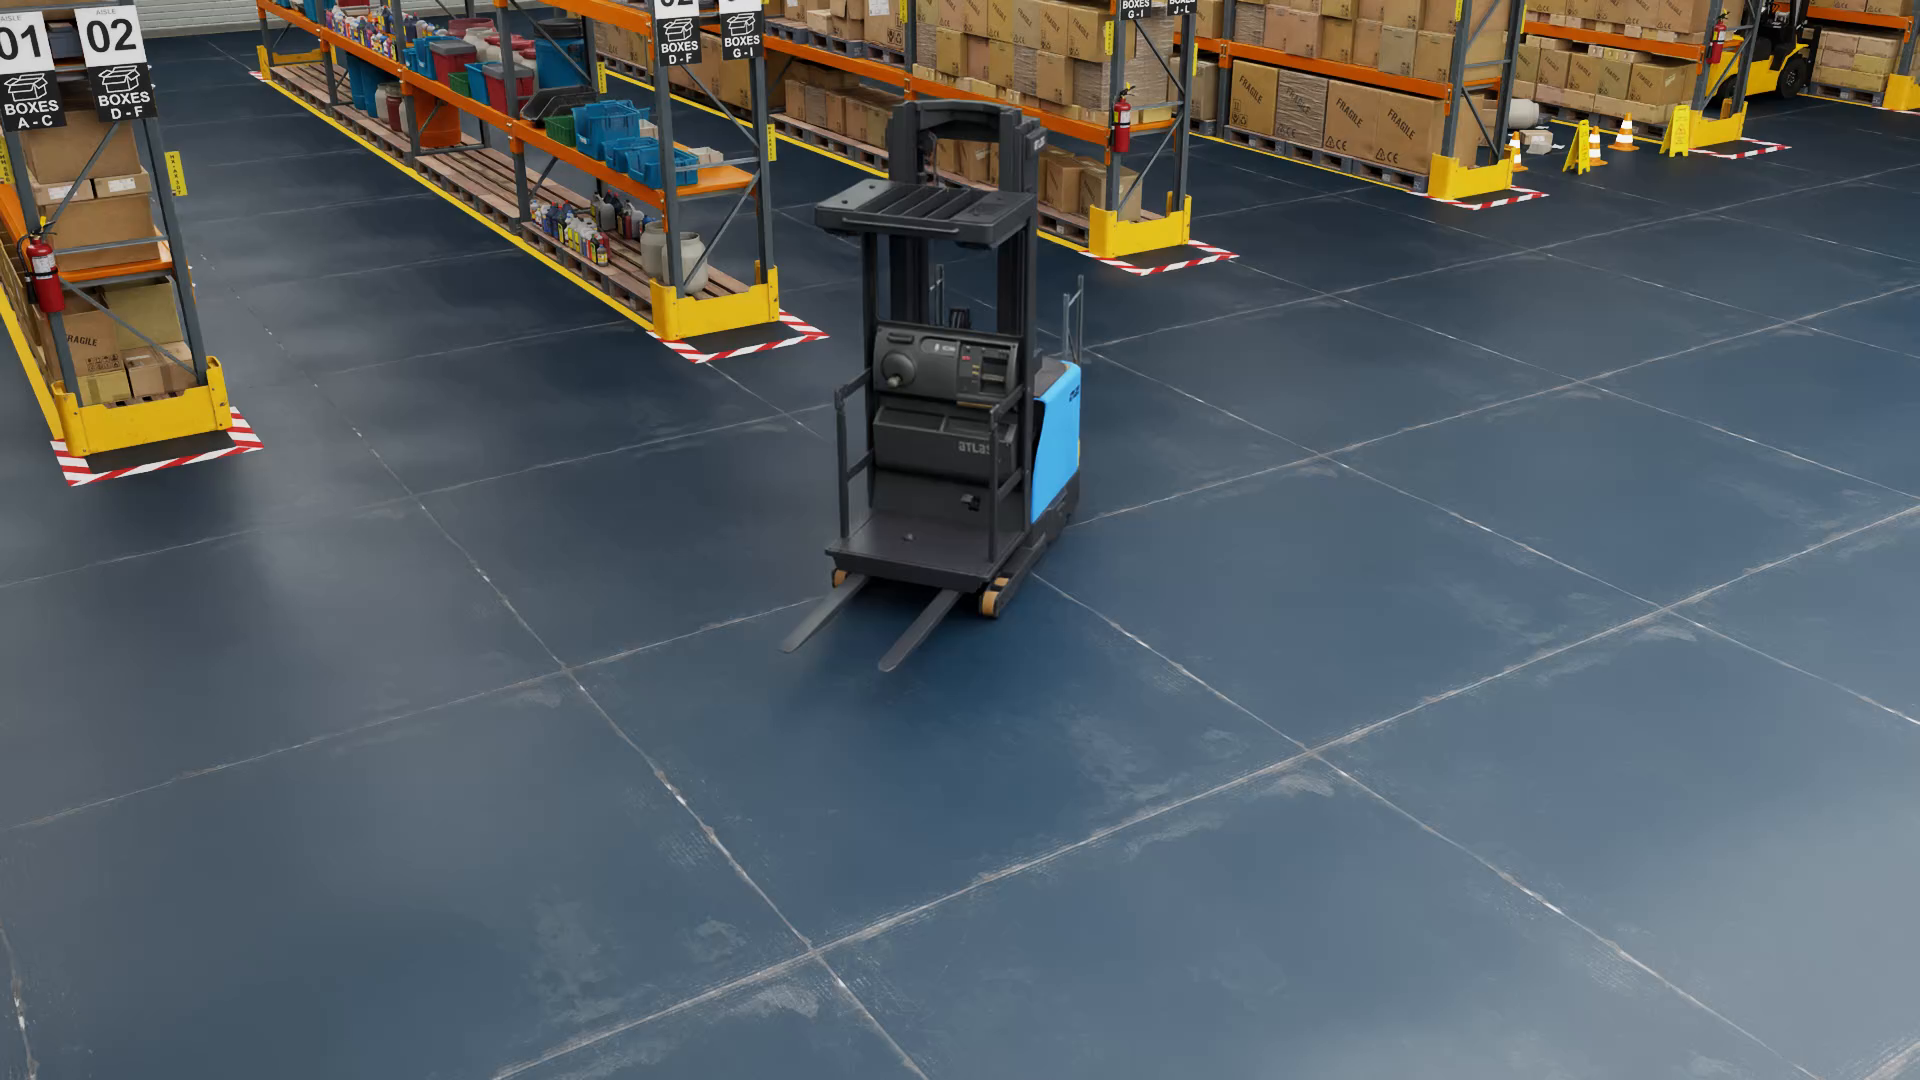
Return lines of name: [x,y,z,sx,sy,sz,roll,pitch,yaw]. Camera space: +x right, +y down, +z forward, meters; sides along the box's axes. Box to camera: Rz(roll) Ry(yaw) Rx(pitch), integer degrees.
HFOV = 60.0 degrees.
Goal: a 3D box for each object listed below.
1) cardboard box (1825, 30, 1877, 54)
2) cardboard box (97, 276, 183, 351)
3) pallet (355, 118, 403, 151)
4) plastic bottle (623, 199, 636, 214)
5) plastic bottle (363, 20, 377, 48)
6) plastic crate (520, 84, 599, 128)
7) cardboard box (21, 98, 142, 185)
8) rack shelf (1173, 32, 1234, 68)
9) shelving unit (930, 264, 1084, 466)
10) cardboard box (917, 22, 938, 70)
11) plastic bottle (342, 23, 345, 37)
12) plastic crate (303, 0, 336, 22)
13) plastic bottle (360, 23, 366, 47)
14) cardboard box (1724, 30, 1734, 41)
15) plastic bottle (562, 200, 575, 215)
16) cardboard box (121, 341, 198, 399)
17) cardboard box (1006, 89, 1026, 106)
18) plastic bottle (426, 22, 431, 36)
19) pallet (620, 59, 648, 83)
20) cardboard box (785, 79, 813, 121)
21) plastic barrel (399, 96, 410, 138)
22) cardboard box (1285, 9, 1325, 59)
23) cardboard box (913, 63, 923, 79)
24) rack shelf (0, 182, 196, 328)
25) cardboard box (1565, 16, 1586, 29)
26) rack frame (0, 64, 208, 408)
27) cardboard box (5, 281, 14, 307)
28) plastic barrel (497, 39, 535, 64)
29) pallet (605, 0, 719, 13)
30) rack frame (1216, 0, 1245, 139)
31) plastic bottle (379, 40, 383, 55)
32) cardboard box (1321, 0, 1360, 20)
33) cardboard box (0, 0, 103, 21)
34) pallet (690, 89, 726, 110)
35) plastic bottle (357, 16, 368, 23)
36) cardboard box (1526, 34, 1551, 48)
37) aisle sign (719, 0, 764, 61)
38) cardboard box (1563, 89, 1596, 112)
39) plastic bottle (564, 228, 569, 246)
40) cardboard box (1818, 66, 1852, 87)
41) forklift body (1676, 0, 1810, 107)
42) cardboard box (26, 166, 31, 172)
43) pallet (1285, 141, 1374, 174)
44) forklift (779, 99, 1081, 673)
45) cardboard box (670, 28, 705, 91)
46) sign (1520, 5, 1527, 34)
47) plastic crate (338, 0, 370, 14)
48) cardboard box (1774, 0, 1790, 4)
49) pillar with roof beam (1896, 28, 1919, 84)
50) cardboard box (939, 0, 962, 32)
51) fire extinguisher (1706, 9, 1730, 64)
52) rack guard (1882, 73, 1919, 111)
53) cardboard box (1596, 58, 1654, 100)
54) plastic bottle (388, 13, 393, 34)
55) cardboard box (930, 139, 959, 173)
cardboard box: [13.638,-7.628,25.453,0.500,0.250,0.500,-15,29,-29]
cardboard box: [-6.709,-1.889,13.589,0.500,0.500,0.500,-16,29,-30]
pallet: [-7.670,-5.643,22.957,1.003,0.211,1.213,-16,29,-30]
plastic bottle: [-3.485,-3.419,17.566,0.144,0.351,0.185,-16,29,-30]
plastic bottle: [-7.797,-6.694,21.975,0.144,0.351,0.185,-16,29,-30]
plastic crate: [-4.180,-4.520,17.384,0.767,0.338,0.504,-16,29,-30]
cardboard box: [-6.601,-3.002,12.459,0.700,0.500,0.500,-15,29,-29]
rack shelf: [2.910,-7.429,24.316,1.077,0.370,4.000,-16,29,-30]
shelving unit: [0.287,-1.140,11.909,1.083,1.500,0.587,7,26,14]
cardboard box: [-0.016,-5.924,19.819,0.875,0.500,0.500,-16,29,-30]
plastic bottle: [-8.447,-7.034,22.869,0.097,0.201,0.097,0,25,0]
plastic crate: [-9.267,-7.734,24.068,0.392,0.384,0.575,-16,29,-30]
plastic bottle: [-7.919,-6.711,22.089,0.061,0.283,0.133,-16,29,-30]
cardboard box: [10.265,-6.854,22.550,0.380,0.149,0.250,-15,29,-29]
plastic bottle: [-4.146,-3.414,17.557,0.144,0.351,0.185,-16,29,-30]
cardboard box: [-6.434,-1.372,13.371,0.500,0.250,0.500,-16,29,-30]
cardboard box: [0.739,-4.941,18.497,0.380,0.149,0.250,-16,29,-30]
plastic bottle: [-7.101,-6.797,22.271,0.061,0.283,0.133,-16,29,-30]
pallet: [-4.926,-7.810,27.547,1.003,0.211,1.213,-16,29,-30]
cardboard box: [-2.011,-6.184,23.248,0.700,0.500,0.500,-17,30,-32]
plastic barrel: [-7.207,-5.613,22.048,0.421,0.512,0.421,0,25,0]
cardboard box: [4.728,-6.566,21.469,0.875,0.550,0.550,-16,29,-30]
cardboard box: [-0.344,-5.659,20.018,0.380,0.149,0.250,-16,29,-30]
rack shelf: [-7.420,-2.571,14.026,1.077,0.370,4.000,-16,29,-30]
cardboard box: [8.848,-7.385,23.673,0.380,0.149,0.250,-16,29,-30]
rack frame: [-6.328,-2.181,12.357,1.000,3.000,0.127,-16,29,-30]
cardboard box: [-8.512,-2.322,15.384,0.500,0.250,0.500,-16,29,-30]
plastic barrel: [-5.098,-5.482,19.190,0.433,0.535,0.433,0,25,0]
pallet: [-2.545,-4.924,14.875,1.003,0.211,1.213,-16,29,-30]
rack frame: [4.001,-7.039,22.647,1.000,3.000,0.127,-16,29,-30]
plastic bottle: [-7.454,-6.384,21.492,0.097,0.201,0.097,0,25,0]
cardboard box: [5.047,-6.873,20.854,0.875,0.550,0.500,-16,29,-30]
cardboard box: [-6.638,-4.044,12.013,0.797,0.503,0.637,-13,28,-26]
pallet: [-3.422,-6.825,25.459,1.003,0.211,1.213,-16,29,-30]
plastic bottle: [-8.160,-7.020,22.753,0.152,0.276,0.135,-16,29,-30]
cardboard box: [8.490,-7.292,24.273,0.380,0.149,0.250,-14,29,-28]
aisle sign: [-1.891,-4.553,14.335,0.394,0.787,0.004,-16,29,-30]
cardboard box: [9.044,-6.344,23.904,0.500,0.250,0.500,-17,30,-31]
plastic bottle: [-4.028,-3.139,17.148,0.097,0.201,0.097,0,25,0]
cardboard box: [13.649,-7.177,25.669,0.500,0.250,0.500,-16,29,-30]
forklift body: [11.870,-7.826,25.307,2.313,2.155,1.214,-16,29,-30]
cardboard box: [-6.980,-2.797,12.784,0.380,0.149,0.250,-16,30,-30]
pallet: [5.021,-5.051,21.703,1.003,0.211,1.213,-16,29,-30]
forklift: [-0.167,-1.050,10.040,1.130,2.935,3.031,9,27,19]
cardboard box: [-3.722,-7.466,25.549,1.225,0.875,0.875,-17,30,-31]
sign: [6.653,-6.163,19.684,0.100,0.325,0.005,-16,29,-30]
plastic crate: [-9.004,-8.060,24.666,0.402,0.464,0.583,-16,29,-30]
cardboard box: [13.106,-8.664,25.973,0.500,0.500,0.500,-15,29,-29]
pillar with roof beam: [11.202,-10.125,22.157,9.100,9.000,0.400,-16,29,-30]
cardboard box: [0.097,-6.153,19.133,0.500,0.500,0.500,-16,29,-30]
fire extinguisher: [9.954,-6.615,21.839,0.296,0.674,0.183,-16,29,-30]
rack guard: [14.447,-6.817,25.106,1.175,0.500,0.348,-16,29,-30]
cardboard box: [9.334,-6.495,23.346,0.500,0.500,0.500,-14,29,-28]
plastic bottle: [-7.860,-7.156,23.046,0.097,0.271,0.097,0,25,0]
cardboard box: [-0.025,-4.827,20.397,0.500,0.500,0.500,-17,30,-31]
